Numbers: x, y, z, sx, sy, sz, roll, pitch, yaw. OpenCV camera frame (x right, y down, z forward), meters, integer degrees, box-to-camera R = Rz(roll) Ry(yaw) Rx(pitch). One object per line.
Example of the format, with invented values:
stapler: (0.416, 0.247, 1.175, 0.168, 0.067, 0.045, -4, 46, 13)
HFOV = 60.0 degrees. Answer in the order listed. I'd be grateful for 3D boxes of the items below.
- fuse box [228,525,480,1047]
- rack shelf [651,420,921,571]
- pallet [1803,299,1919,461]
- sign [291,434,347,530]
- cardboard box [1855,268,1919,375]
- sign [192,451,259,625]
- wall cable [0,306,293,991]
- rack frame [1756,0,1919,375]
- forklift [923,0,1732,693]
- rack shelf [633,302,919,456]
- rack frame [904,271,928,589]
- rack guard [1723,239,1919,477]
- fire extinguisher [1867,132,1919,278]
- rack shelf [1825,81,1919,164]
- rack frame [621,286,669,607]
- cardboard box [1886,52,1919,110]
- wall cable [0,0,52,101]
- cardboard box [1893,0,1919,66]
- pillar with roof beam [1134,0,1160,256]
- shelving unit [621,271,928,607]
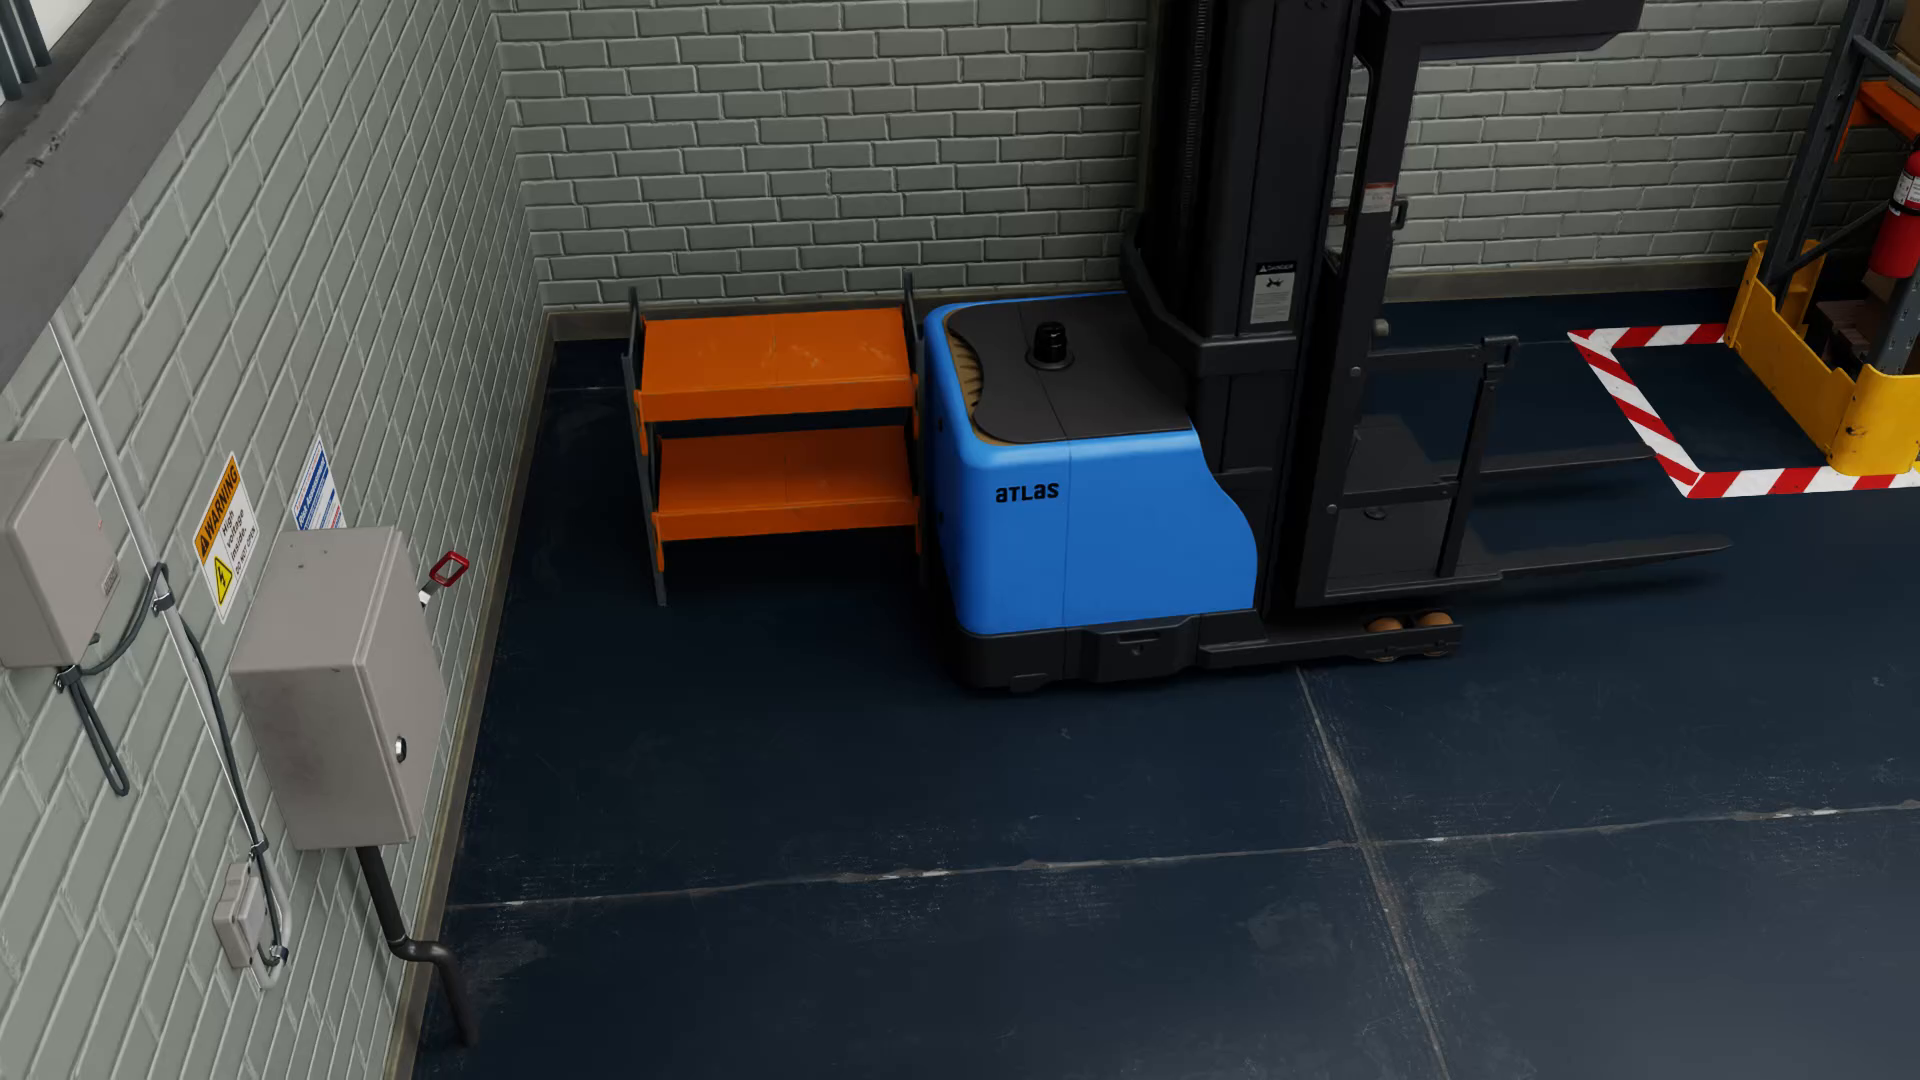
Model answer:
fuse box: (-1.416, 0.777, 4.384, 0.414, 1.711, 0.539, -3, 38, -4)
rack shelf: (-0.673, -0.180, 6.465, 1.000, 0.278, 0.538, -4, 38, -5)
pallet: (4.666, -0.765, 7.549, 1.213, 0.211, 1.003, -3, 38, -4)
sign: (-1.666, 0.015, 4.386, 0.001, 0.494, 0.329, -3, 38, -4)
cardboard box: (4.414, -0.971, 7.235, 0.637, 0.503, 0.797, -5, 39, -6)
sign: (-1.617, -0.008, 3.672, 0.001, 0.242, 0.339, -3, 38, -4)
wall cable: (-1.512, 0.302, 3.126, 0.122, 1.984, 0.588, -3, 38, -4)
rack frame: (3.796, -1.811, 6.624, 0.127, 3.000, 1.000, -3, 38, -4)
forklift: (1.413, -1.018, 5.674, 3.031, 2.935, 1.130, -5, 39, -7)
rack shelf: (-0.673, -0.602, 6.132, 1.000, 0.278, 0.538, -4, 38, -5)
rack frame: (-0.167, -0.406, 6.356, 0.032, 1.125, 0.500, -4, 38, -5)
rack guard: (3.872, -0.834, 7.403, 0.348, 0.500, 1.175, -3, 38, -4)
fire extinguisher: (3.691, -1.341, 6.392, 0.183, 0.674, 0.296, -3, 38, -4)
rack shelf: (5.788, -1.638, 6.986, 4.000, 0.370, 1.077, -3, 38, -4)
rack frame: (-1.178, -0.339, 6.271, 0.032, 1.125, 0.500, -4, 38, -5)
cardboard box: (4.103, -1.896, 6.935, 0.250, 0.149, 0.380, -4, 38, -4)
wall cable: (-1.674, -2.818, 3.026, 0.133, 3.039, 2.988, -3, 38, -4)
cardboard box: (4.231, -2.058, 6.818, 0.500, 0.250, 0.500, -2, 38, -3)
pillar with roof beam: (1.412, -1.918, 1.916, 0.400, 9.000, 9.100, -3, 38, -4)
shelving unit: (-0.673, -0.372, 6.314, 1.048, 1.125, 0.538, -4, 38, -5)
